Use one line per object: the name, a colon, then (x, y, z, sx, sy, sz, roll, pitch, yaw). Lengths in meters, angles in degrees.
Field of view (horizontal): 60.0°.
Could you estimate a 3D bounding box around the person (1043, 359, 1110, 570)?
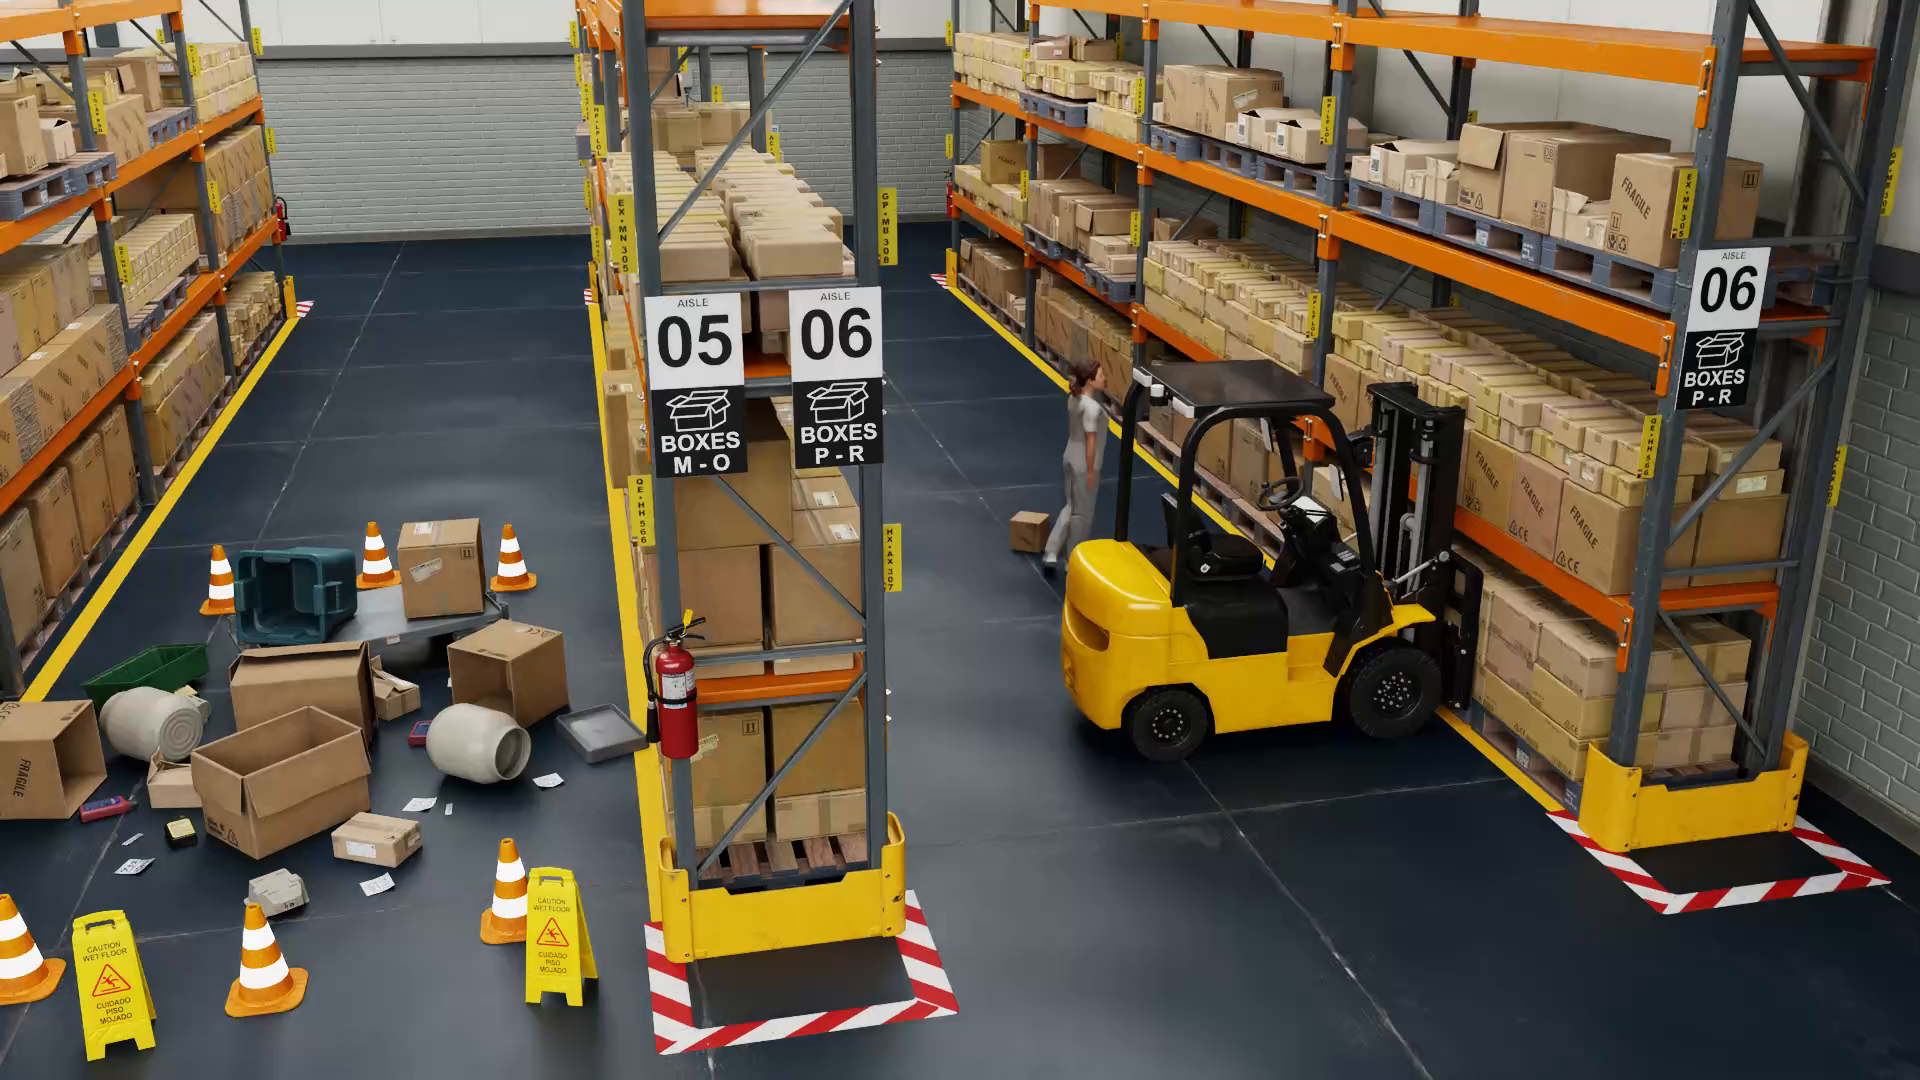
person: (0.876, -0.542, 12.589, 0.497, 1.657, 0.449, -8, 21, -20)
